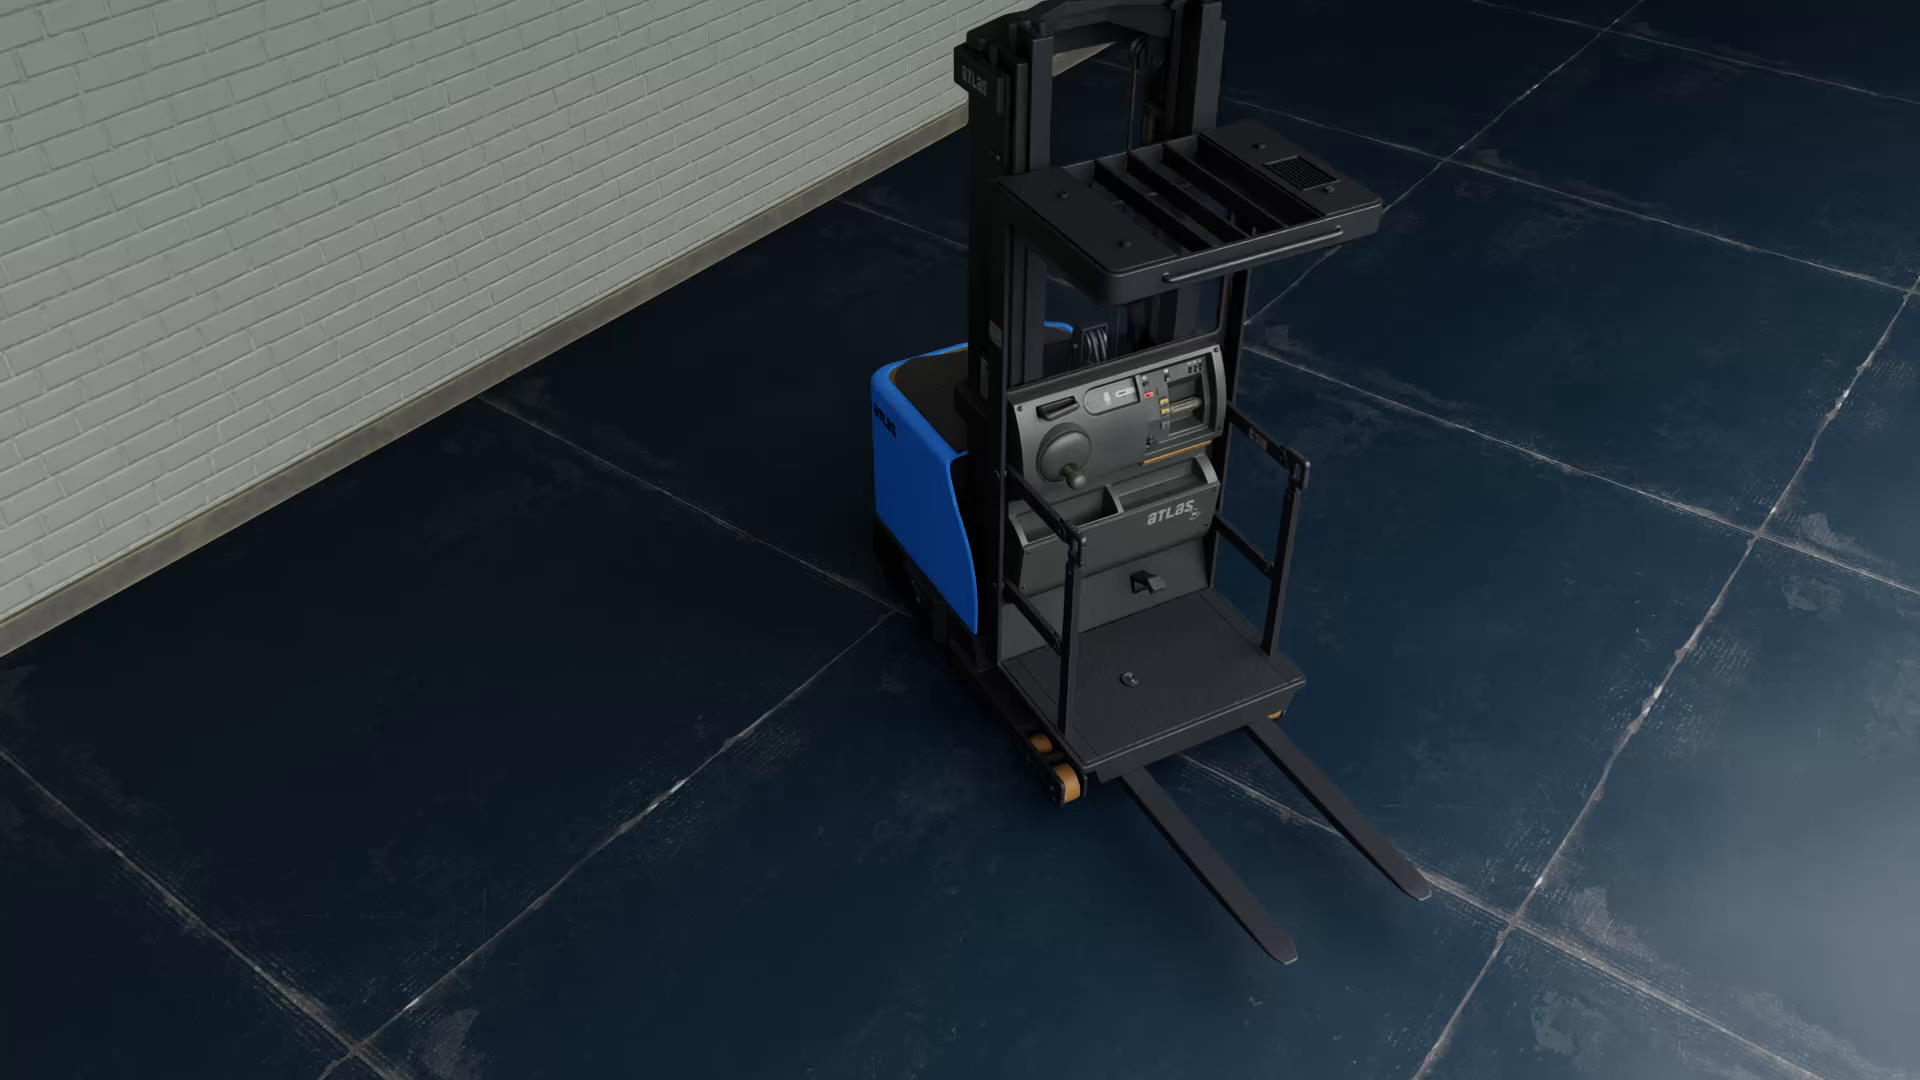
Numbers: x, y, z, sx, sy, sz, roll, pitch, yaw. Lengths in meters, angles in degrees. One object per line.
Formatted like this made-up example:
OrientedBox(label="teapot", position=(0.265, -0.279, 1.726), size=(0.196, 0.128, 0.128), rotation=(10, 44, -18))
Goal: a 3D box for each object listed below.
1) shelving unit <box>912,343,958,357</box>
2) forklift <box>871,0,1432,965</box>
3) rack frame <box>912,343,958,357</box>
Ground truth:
OrientedBox(label="shelving unit", position=(-0.069, -0.480, 7.994), size=(0.258, 0.900, 0.210), rotation=(-18, 42, -22))
OrientedBox(label="forklift", position=(0.725, -0.405, 6.251), size=(1.130, 2.935, 3.031), rotation=(-18, 42, -22))
OrientedBox(label="rack frame", position=(-0.117, -0.536, 8.065), size=(0.240, 0.900, 0.006), rotation=(-18, 42, -22))
